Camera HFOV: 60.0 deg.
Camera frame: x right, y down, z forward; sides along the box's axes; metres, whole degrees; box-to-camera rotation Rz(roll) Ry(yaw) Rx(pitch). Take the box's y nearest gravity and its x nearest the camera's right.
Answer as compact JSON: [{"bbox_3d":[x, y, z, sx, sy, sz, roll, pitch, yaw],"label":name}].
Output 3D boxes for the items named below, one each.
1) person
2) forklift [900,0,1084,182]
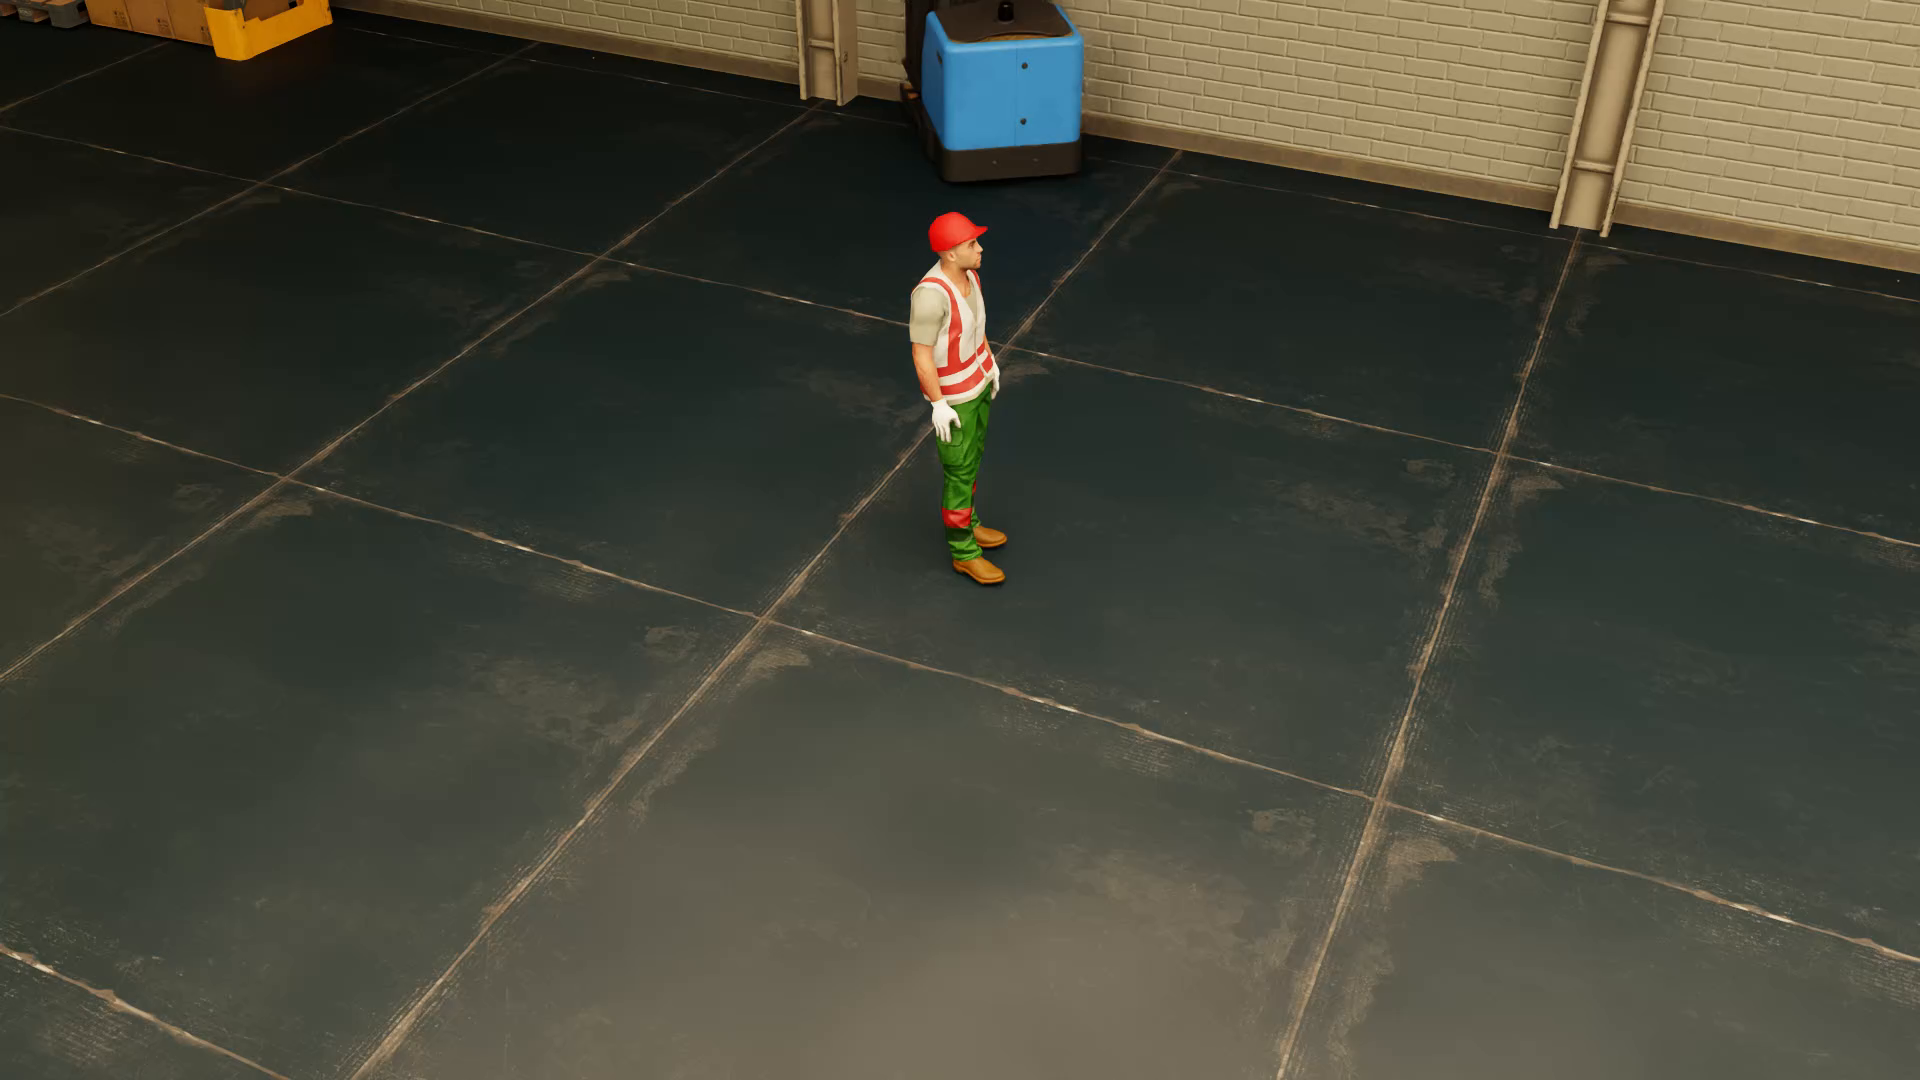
[{"bbox_3d":[0.068,-0.709,8.051,0.564,1.787,0.637,15,38,20],"label":"person"},{"bbox_3d":[0.124,-4.658,12.617,1.130,2.935,3.031,-6,36,-9],"label":"forklift"}]
